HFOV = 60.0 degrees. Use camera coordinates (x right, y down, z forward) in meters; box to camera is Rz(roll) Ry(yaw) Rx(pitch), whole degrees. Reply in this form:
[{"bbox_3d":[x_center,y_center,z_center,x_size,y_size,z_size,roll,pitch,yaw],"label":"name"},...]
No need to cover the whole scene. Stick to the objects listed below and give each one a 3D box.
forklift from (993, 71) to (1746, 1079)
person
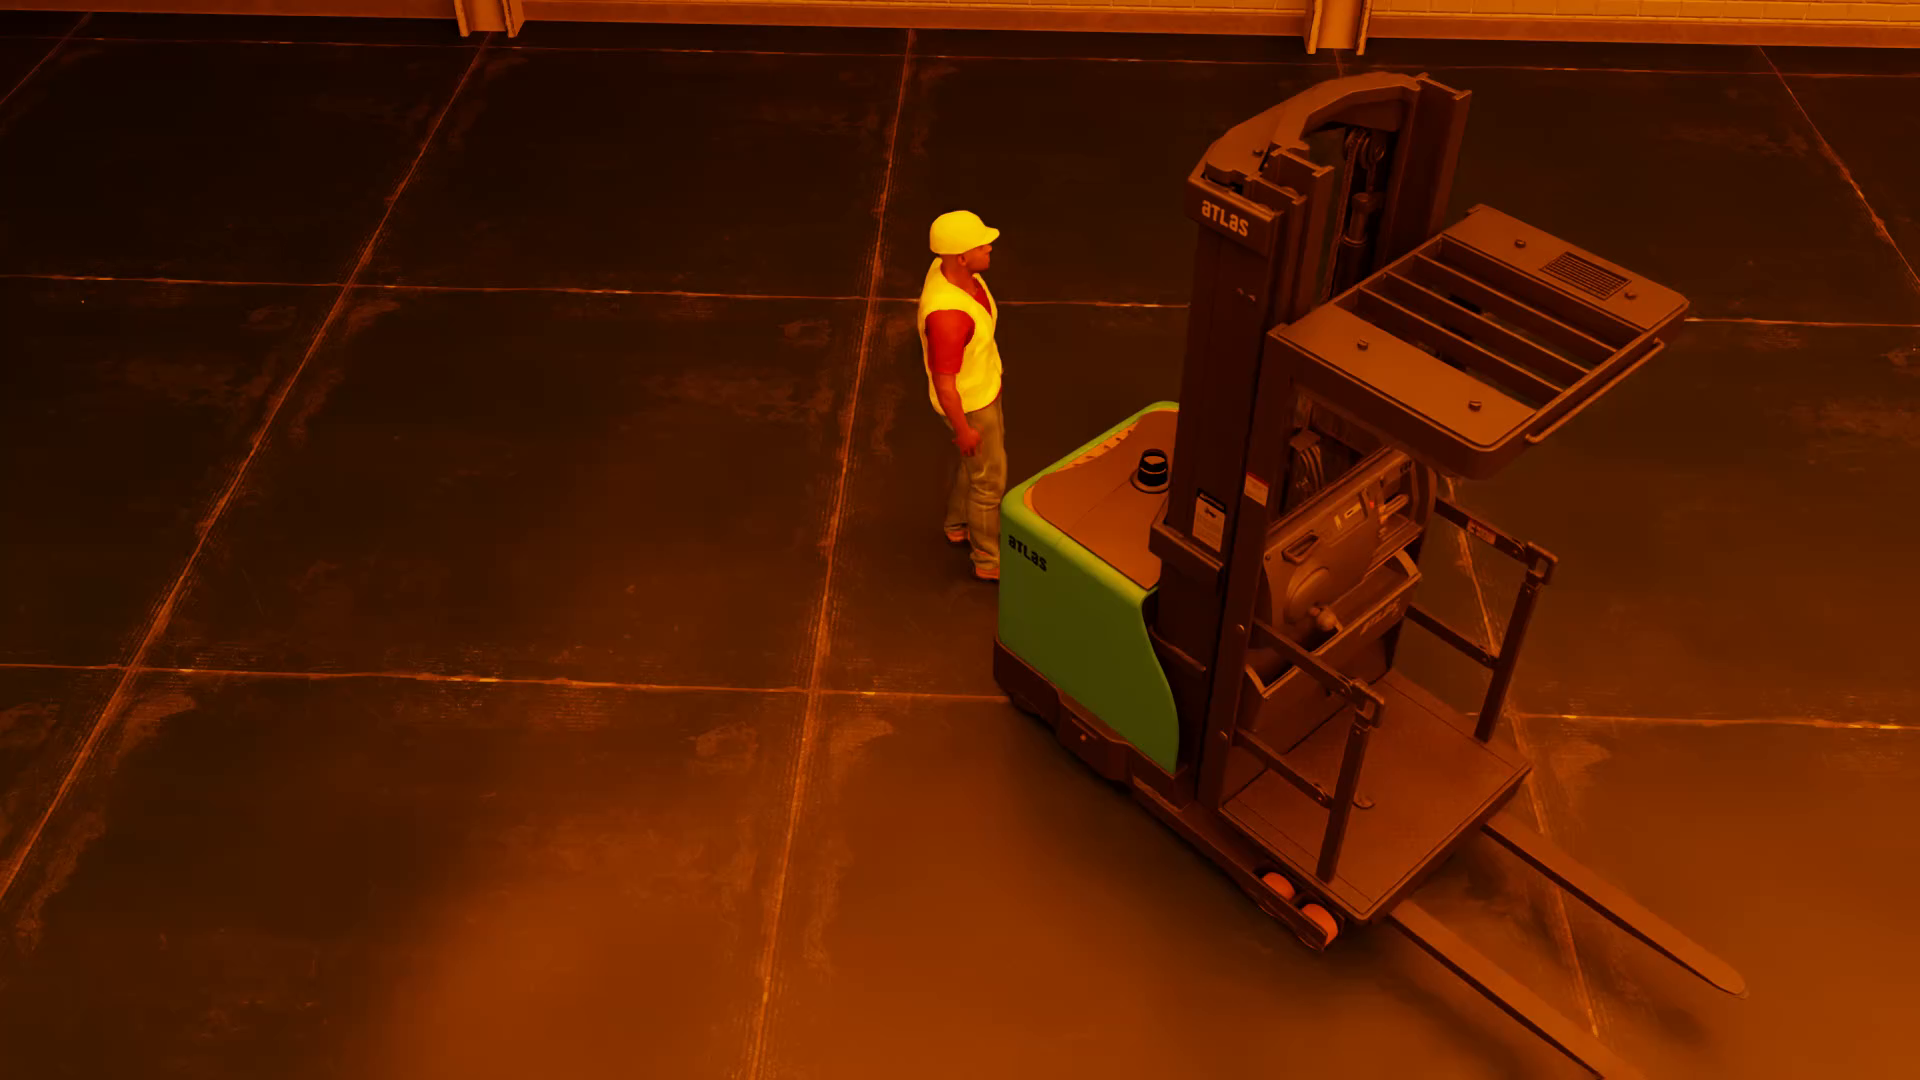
[{"bbox_3d":[1.508,0.053,5.684,1.130,2.935,3.031,-32,51,-30],"label":"forklift"},{"bbox_3d":[0.113,-0.661,7.347,0.573,1.753,0.689,4,43,4],"label":"person"}]
